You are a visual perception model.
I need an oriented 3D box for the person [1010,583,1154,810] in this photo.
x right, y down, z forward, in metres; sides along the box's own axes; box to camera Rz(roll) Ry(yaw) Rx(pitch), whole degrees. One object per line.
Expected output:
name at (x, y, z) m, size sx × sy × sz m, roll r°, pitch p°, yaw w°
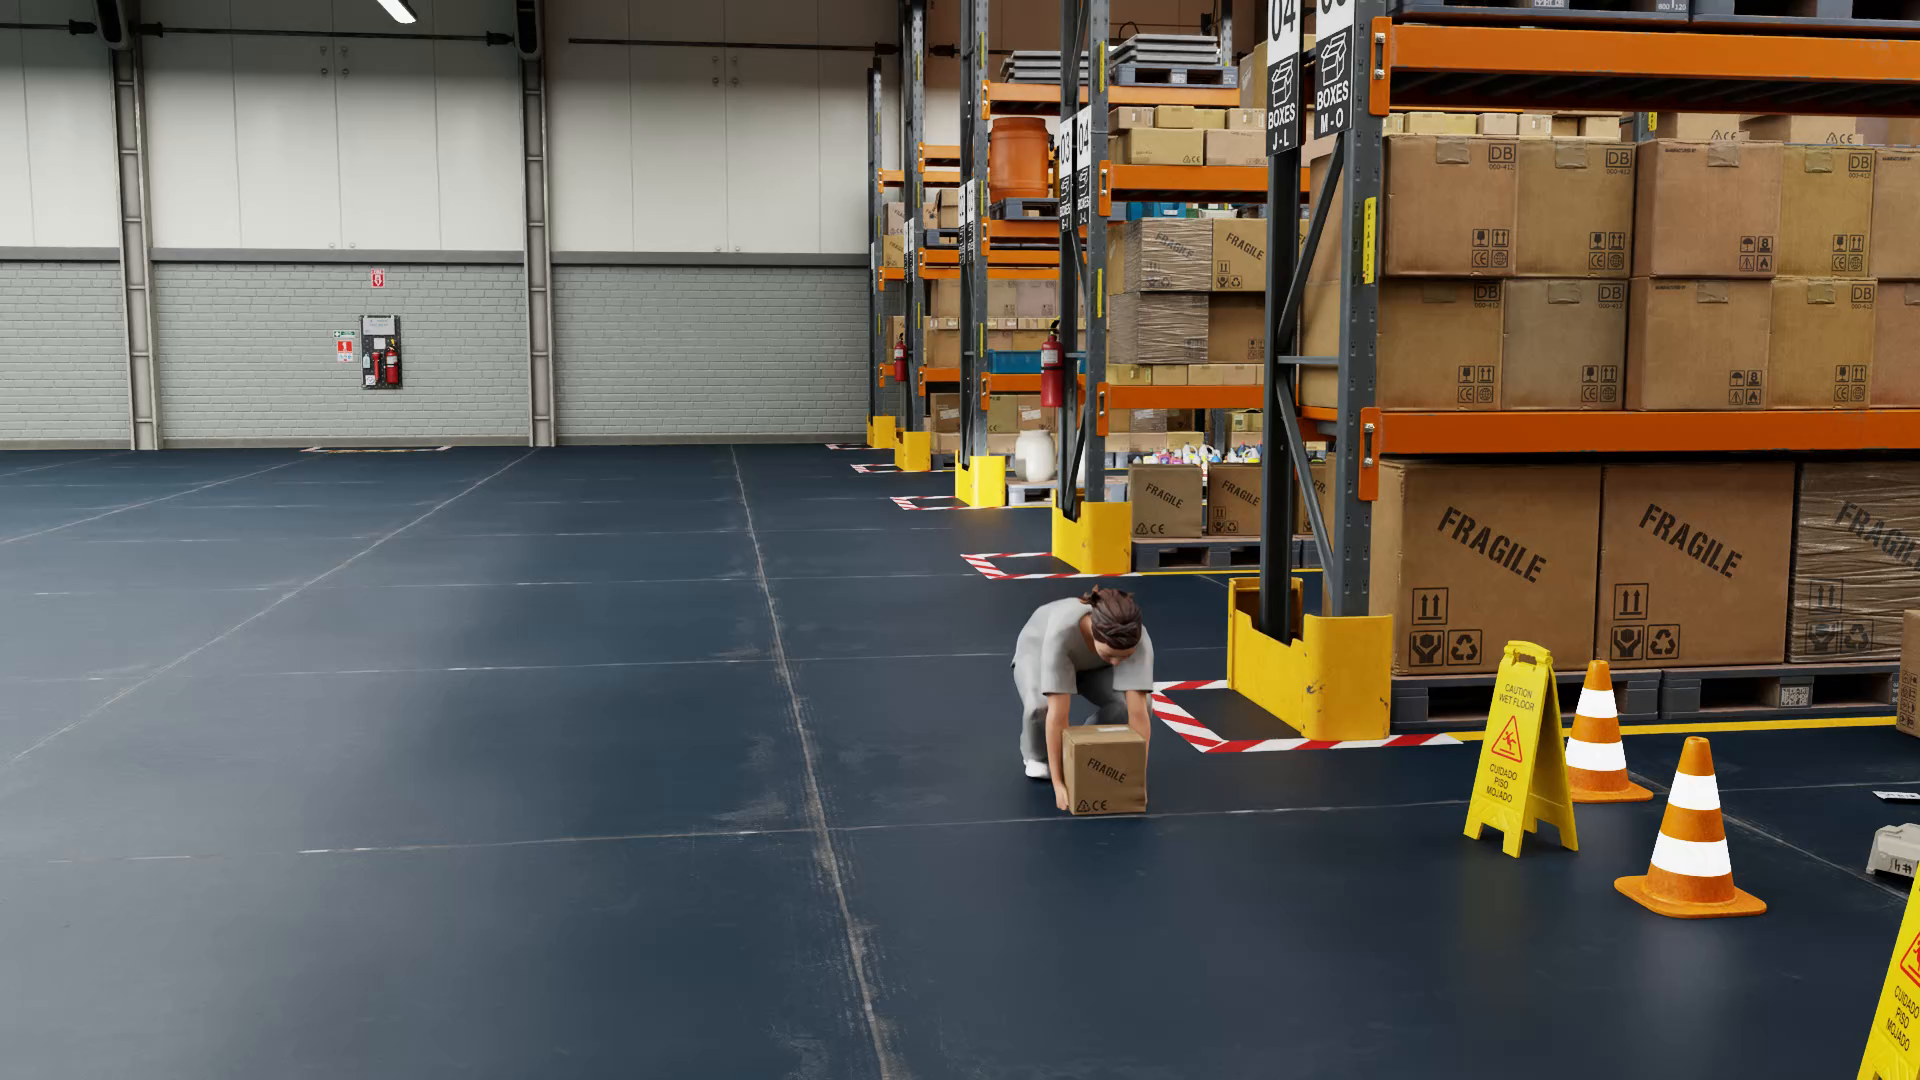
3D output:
person at (0.442, 0.538, 5.976) m, size 0.469 × 0.817 × 0.837 m, roll -1°, pitch 7°, yaw -10°
